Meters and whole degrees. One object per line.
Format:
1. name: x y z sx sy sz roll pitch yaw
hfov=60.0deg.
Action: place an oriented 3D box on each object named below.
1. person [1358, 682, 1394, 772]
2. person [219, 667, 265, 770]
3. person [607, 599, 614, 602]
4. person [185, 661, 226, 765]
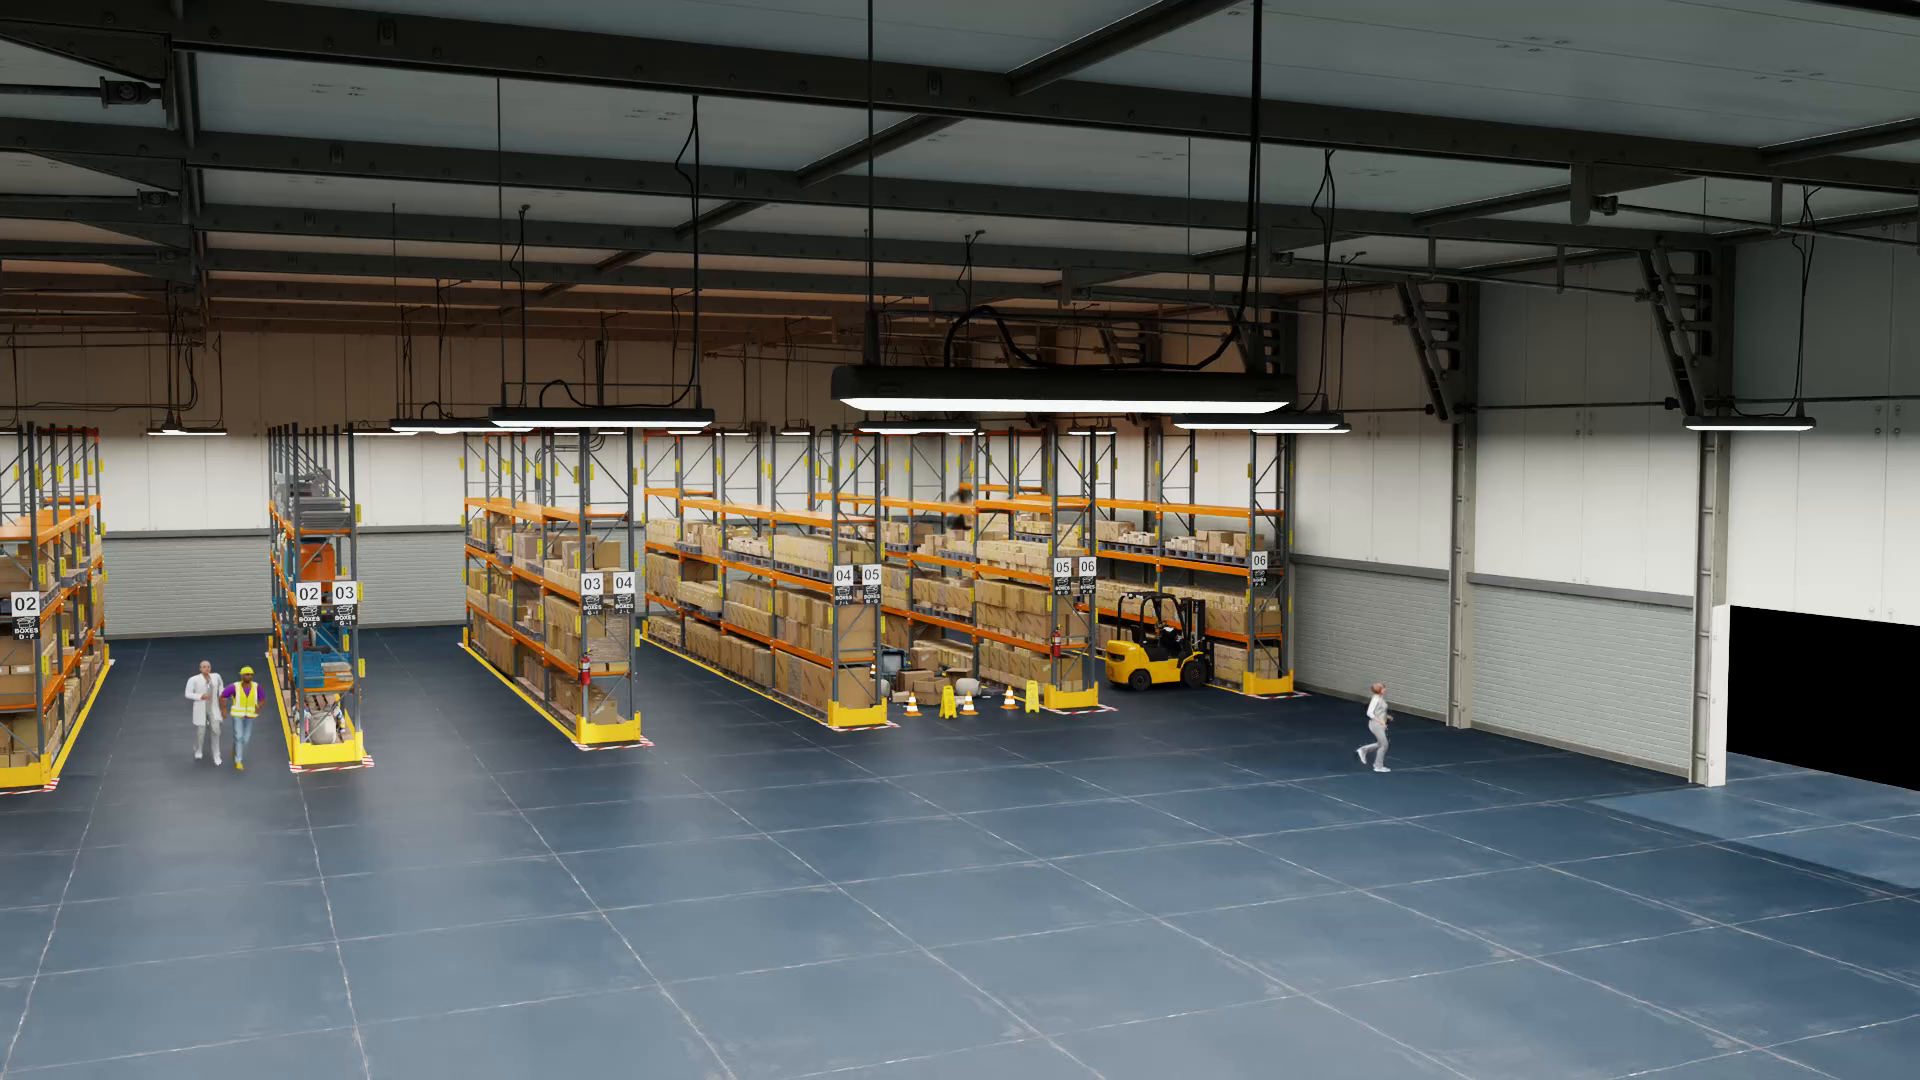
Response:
1. person: 7.124 3.207 28.518 0.596 1.543 0.529 2 4 24
2. person: -12.545 3.099 29.110 0.744 1.751 0.830 -3 4 -38
3. person: -9.850 2.088 46.381 0.621 1.615 0.526 -1 4 -11
4. person: -13.310 3.052 29.375 0.740 1.867 0.847 -3 5 -41
